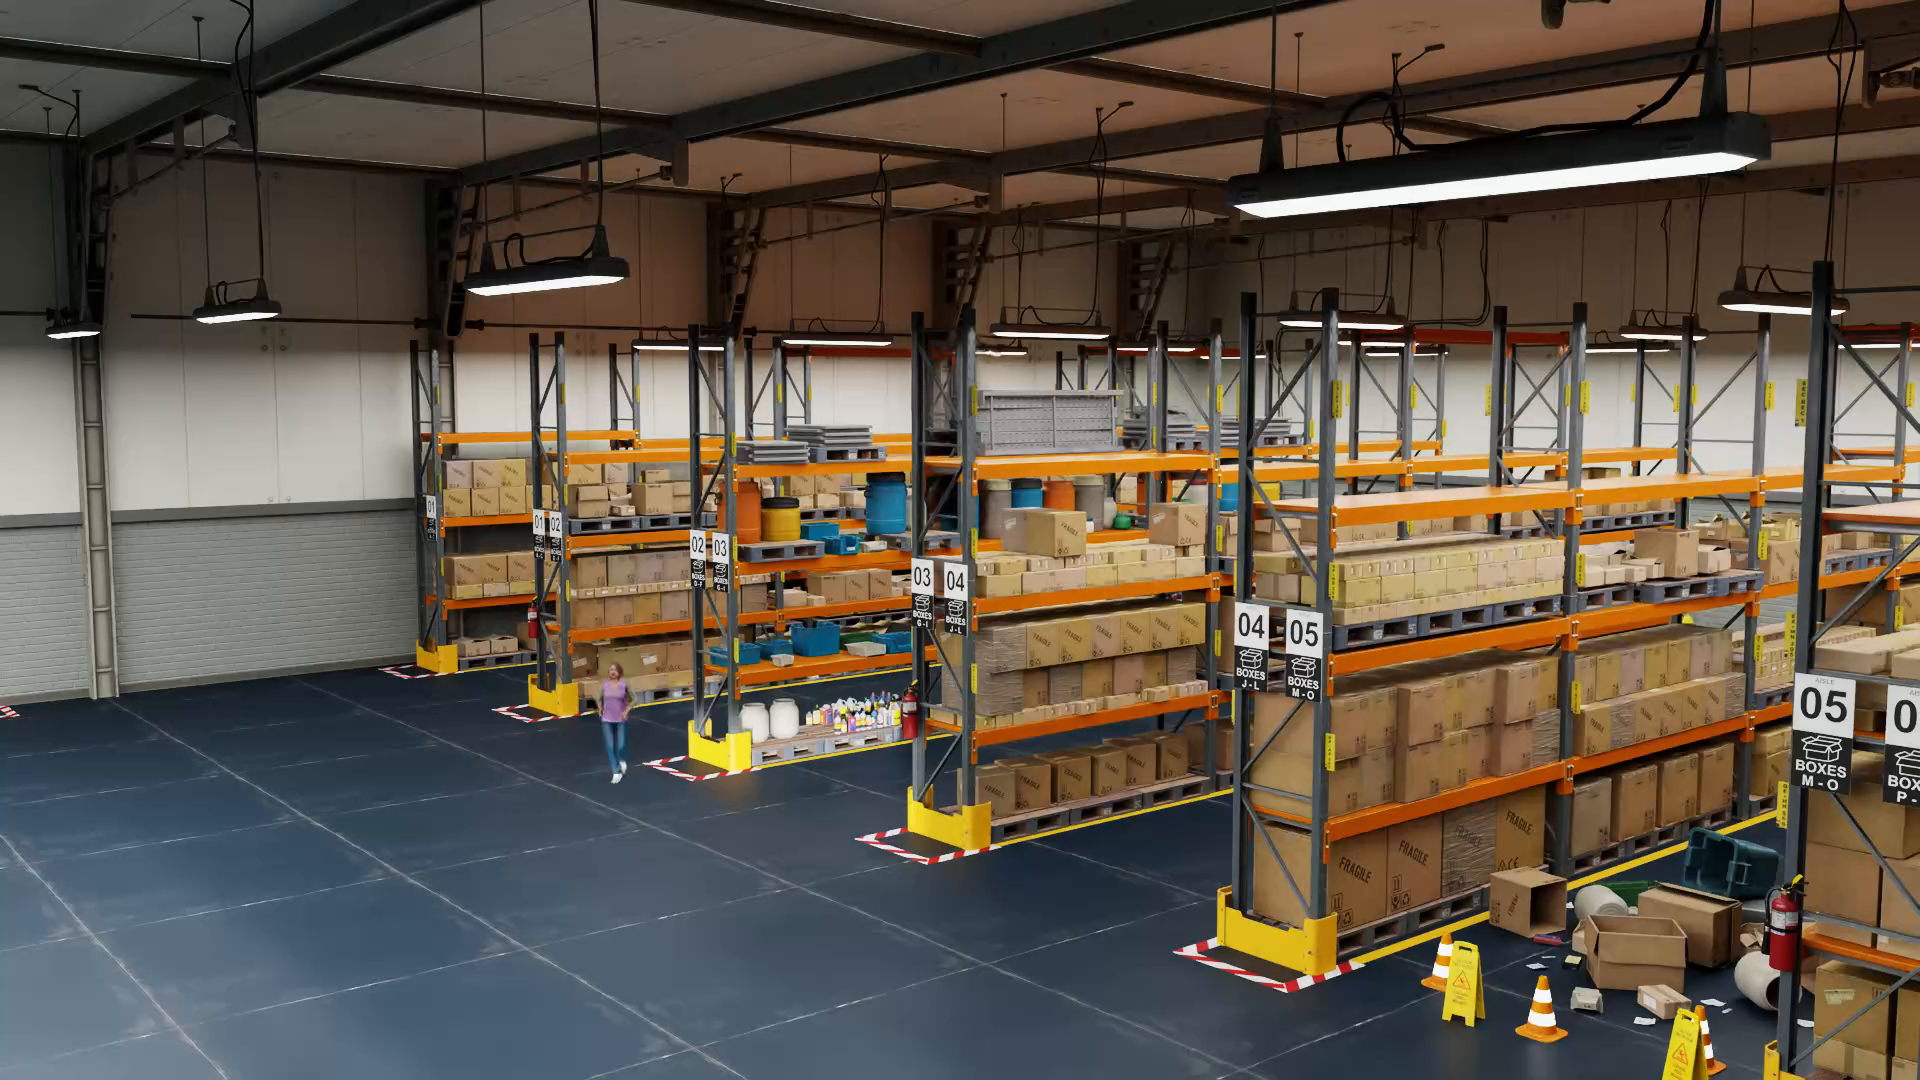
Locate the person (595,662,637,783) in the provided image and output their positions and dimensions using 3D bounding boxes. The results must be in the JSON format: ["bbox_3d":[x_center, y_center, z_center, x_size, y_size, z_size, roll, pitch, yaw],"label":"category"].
[{"bbox_3d":[-4.518,2.396,21.830,0.554,1.565,0.539,0,5,-4],"label":"person"}]

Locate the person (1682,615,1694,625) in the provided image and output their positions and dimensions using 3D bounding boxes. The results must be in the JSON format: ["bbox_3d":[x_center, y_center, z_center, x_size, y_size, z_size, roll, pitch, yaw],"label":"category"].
[{"bbox_3d":[10.754,1.998,24.634,0.890,1.796,0.640,-5,7,-40],"label":"person"}]
